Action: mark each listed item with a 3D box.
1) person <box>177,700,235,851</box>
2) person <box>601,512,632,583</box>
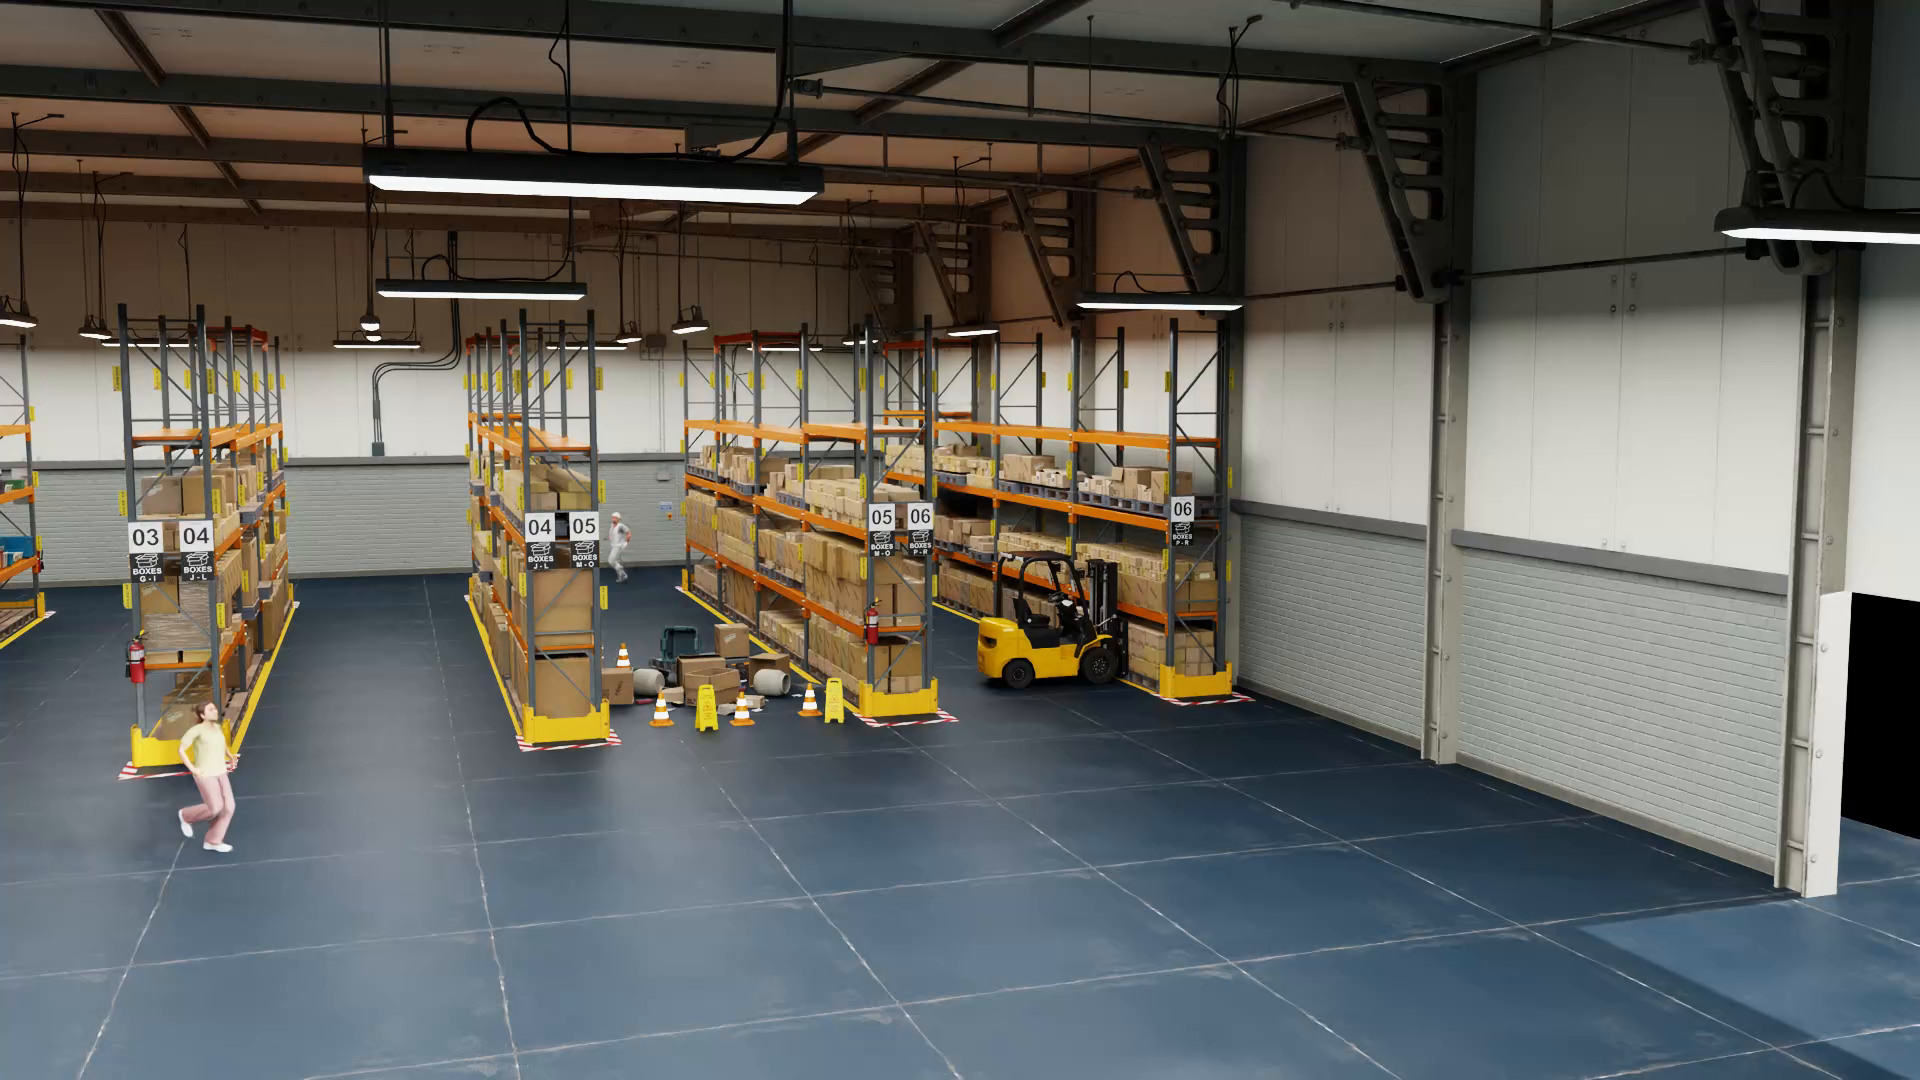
[{"bbox_3d":[-8.065,2.519,17.801,0.563,1.628,0.616,2,6,19],"label":"person"},{"bbox_3d":[-8.599,0.187,41.451,0.624,1.751,0.657,-4,7,-38],"label":"person"}]
